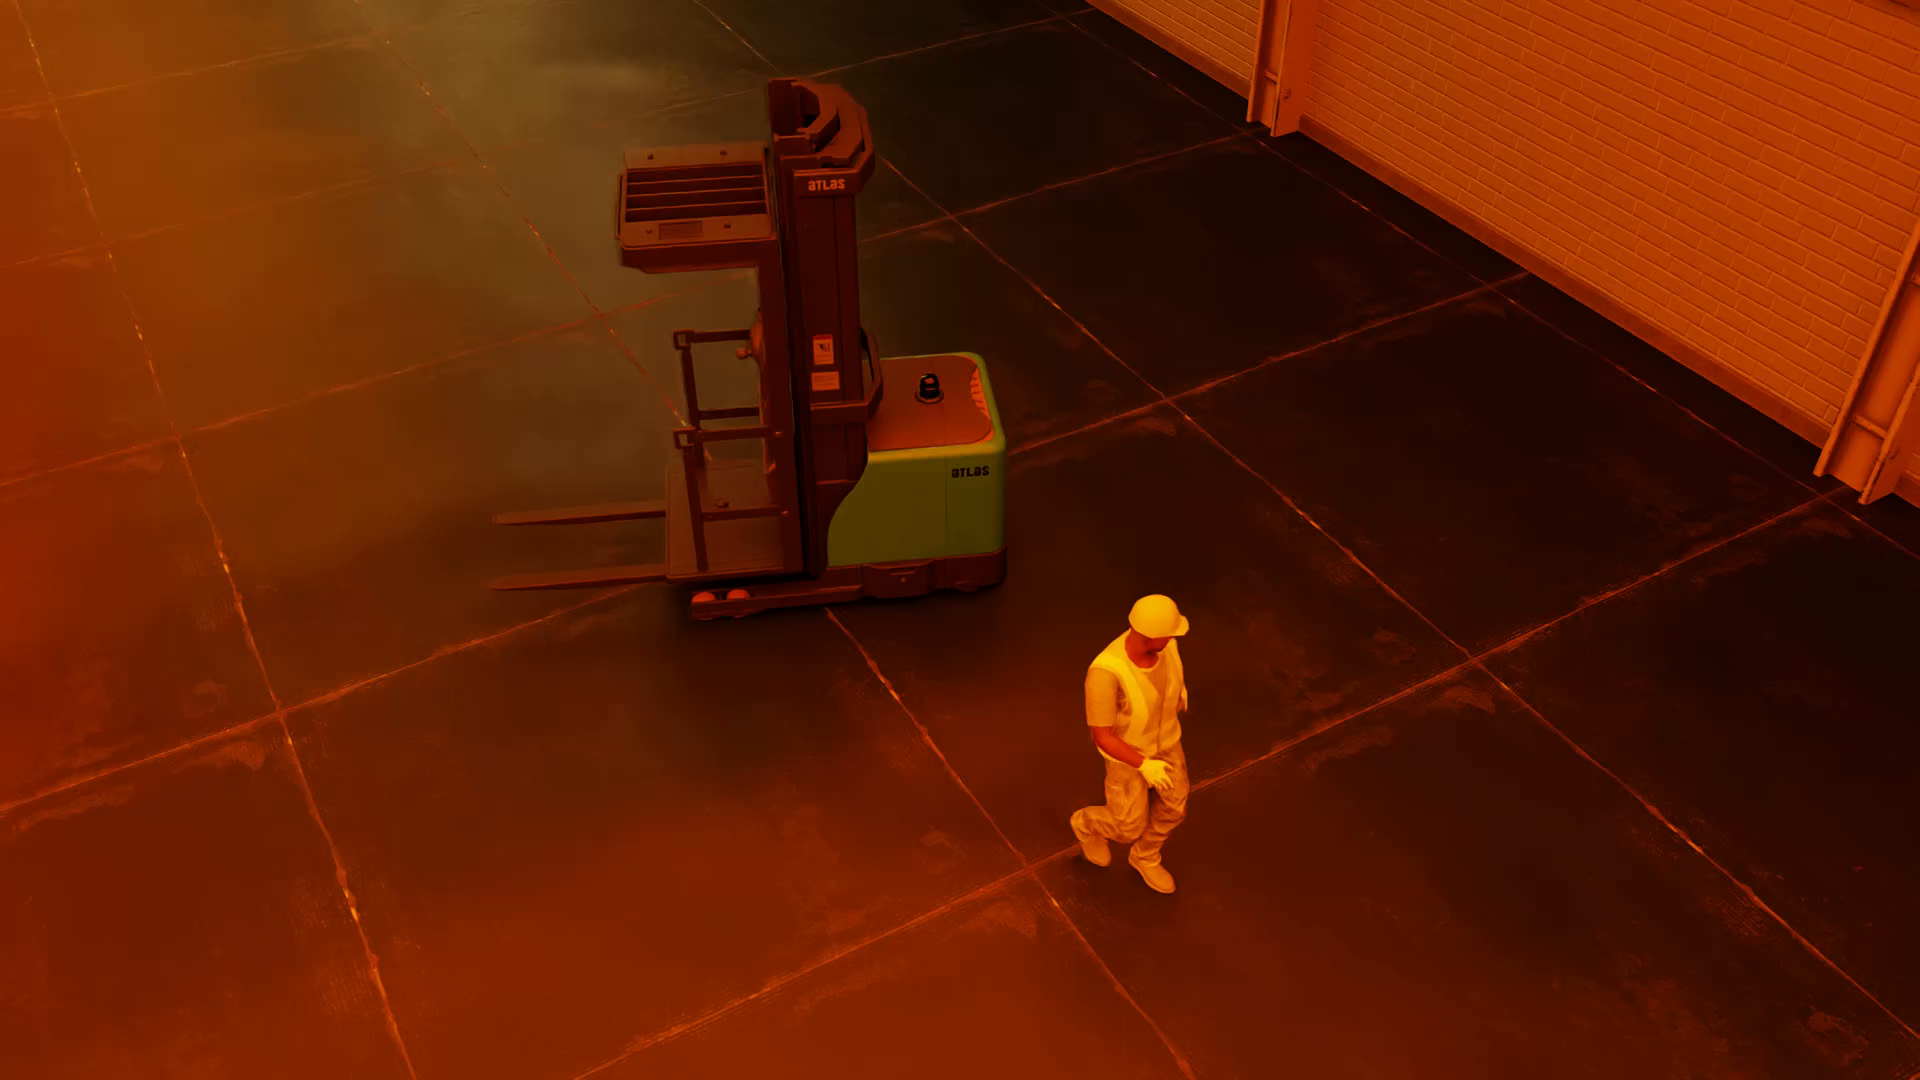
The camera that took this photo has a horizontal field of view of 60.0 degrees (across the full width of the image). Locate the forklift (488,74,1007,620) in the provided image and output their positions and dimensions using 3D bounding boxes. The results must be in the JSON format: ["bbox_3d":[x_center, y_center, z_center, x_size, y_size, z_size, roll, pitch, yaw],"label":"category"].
[{"bbox_3d":[-1.282,-1.017,9.262,3.031,2.935,1.130,-5,40,-6],"label":"forklift"}]

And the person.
[{"bbox_3d":[0.894,0.947,7.837,0.747,1.731,0.583,-24,45,-26],"label":"person"}]
